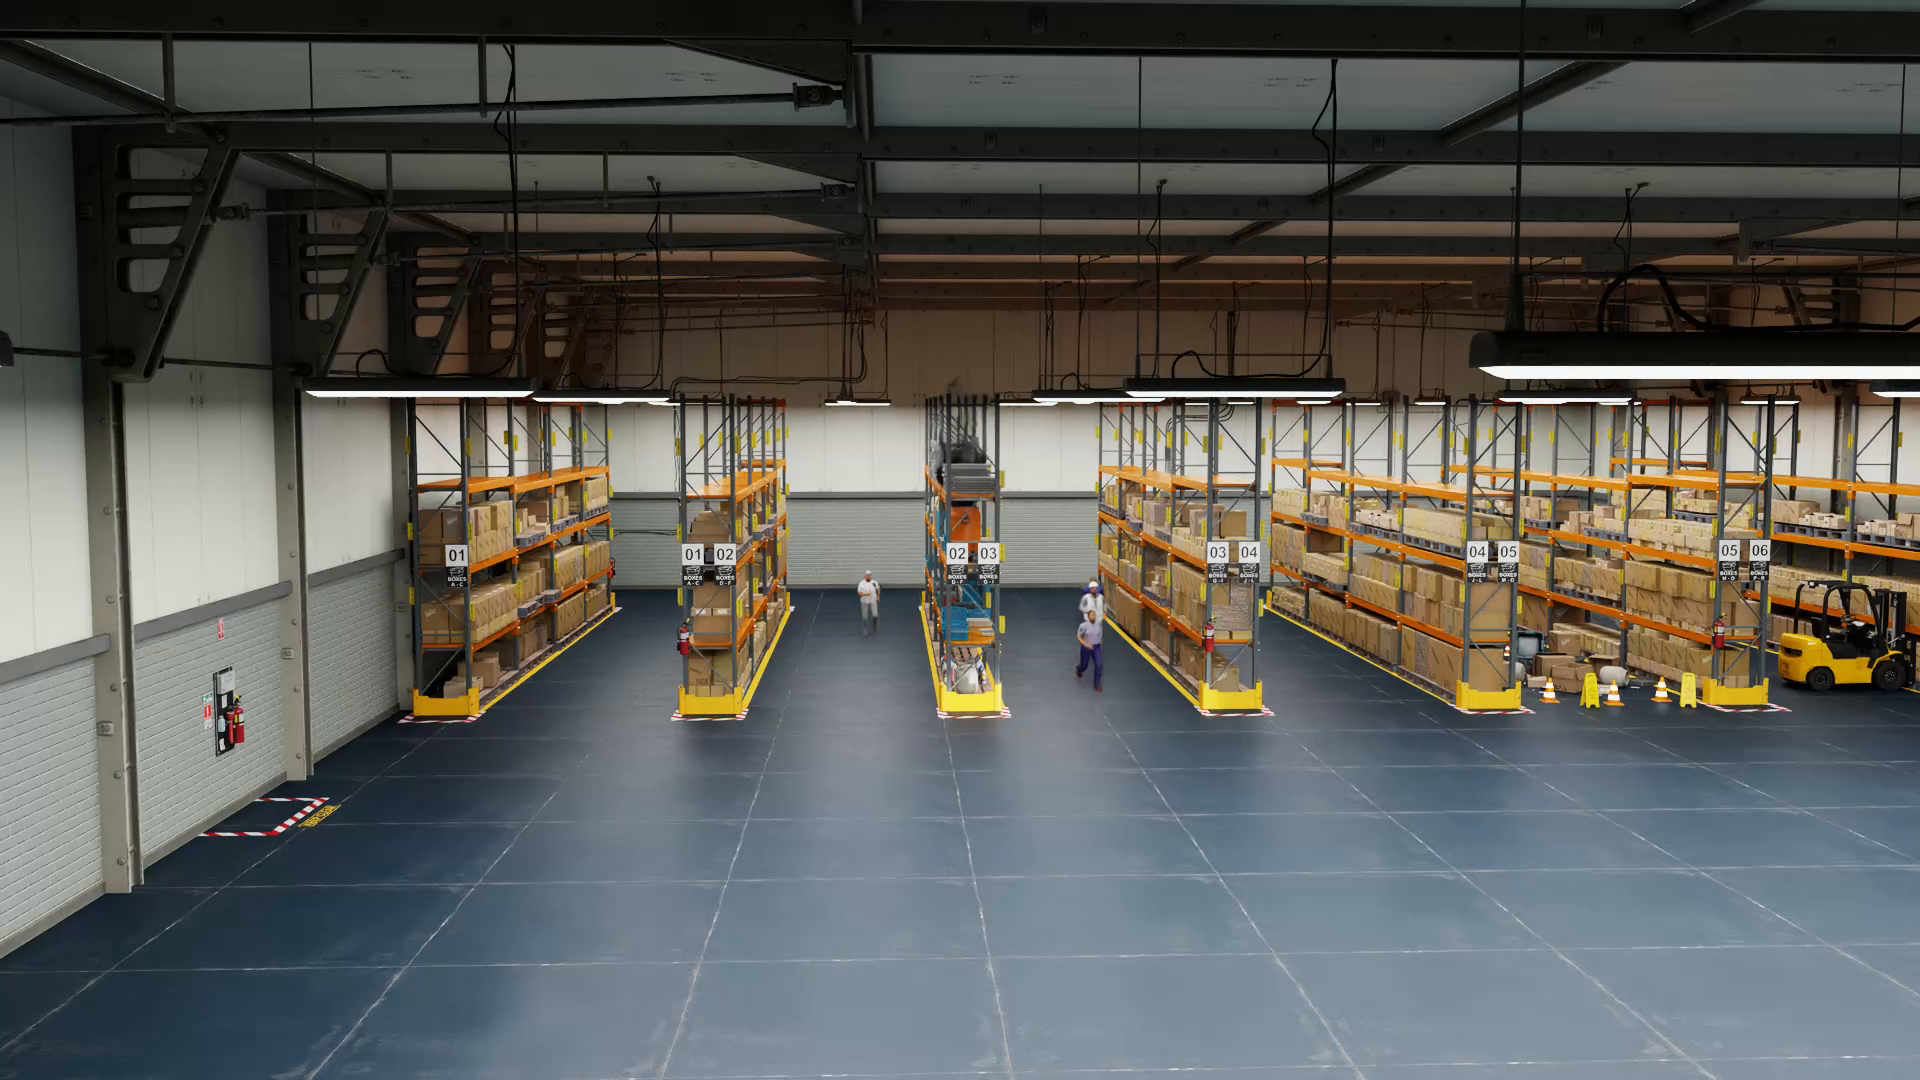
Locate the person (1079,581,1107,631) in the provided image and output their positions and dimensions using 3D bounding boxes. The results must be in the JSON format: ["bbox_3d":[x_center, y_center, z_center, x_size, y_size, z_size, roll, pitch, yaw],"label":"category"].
[{"bbox_3d":[3.039,1.838,37.937,0.676,1.802,0.854,-1,5,-8],"label":"person"}]

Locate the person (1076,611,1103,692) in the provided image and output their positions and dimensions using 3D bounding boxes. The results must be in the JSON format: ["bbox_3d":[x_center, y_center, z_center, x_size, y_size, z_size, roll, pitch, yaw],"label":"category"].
[{"bbox_3d":[2.659,2.257,33.999,0.584,1.642,1.010,-1,5,-15],"label":"person"}]

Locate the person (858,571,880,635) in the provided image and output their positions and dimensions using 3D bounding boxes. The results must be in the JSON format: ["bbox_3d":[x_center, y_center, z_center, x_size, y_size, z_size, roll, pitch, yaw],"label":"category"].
[{"bbox_3d":[-2.272,1.592,41.837,0.601,1.644,0.648,-1,5,-10],"label":"person"}]

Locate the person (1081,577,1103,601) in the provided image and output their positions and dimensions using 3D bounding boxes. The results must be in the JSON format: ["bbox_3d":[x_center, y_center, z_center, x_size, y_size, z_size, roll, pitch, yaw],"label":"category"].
[{"bbox_3d":[3.266,1.705,40.867,0.582,1.618,0.578,-1,5,-8],"label":"person"}]
